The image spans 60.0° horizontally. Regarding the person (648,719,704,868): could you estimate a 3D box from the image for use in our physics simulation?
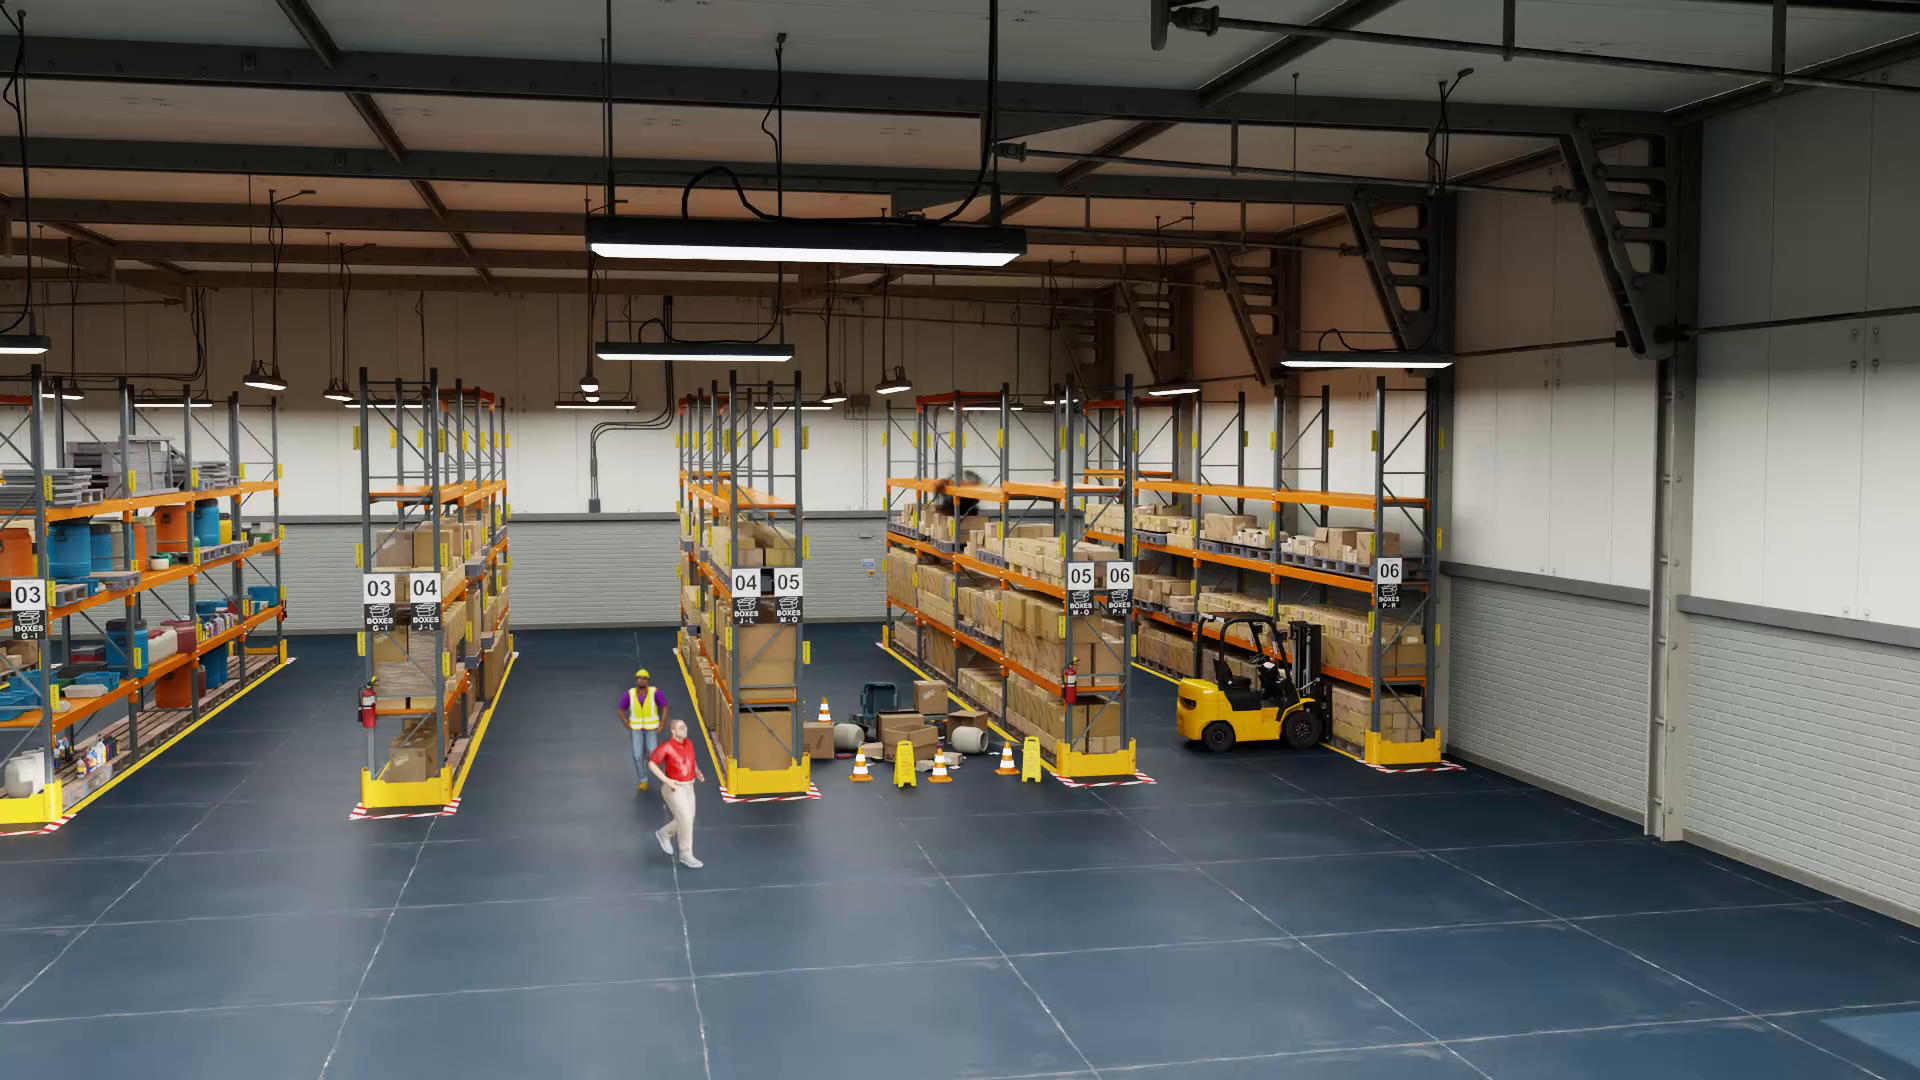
[{"bbox_3d":[-3.367,2.977,19.711,0.781,1.724,0.670,2,4,29],"label":"person"}]

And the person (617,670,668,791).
[{"bbox_3d":[-4.583,2.724,24.052,0.725,1.721,0.661,-1,3,-11],"label":"person"}]
